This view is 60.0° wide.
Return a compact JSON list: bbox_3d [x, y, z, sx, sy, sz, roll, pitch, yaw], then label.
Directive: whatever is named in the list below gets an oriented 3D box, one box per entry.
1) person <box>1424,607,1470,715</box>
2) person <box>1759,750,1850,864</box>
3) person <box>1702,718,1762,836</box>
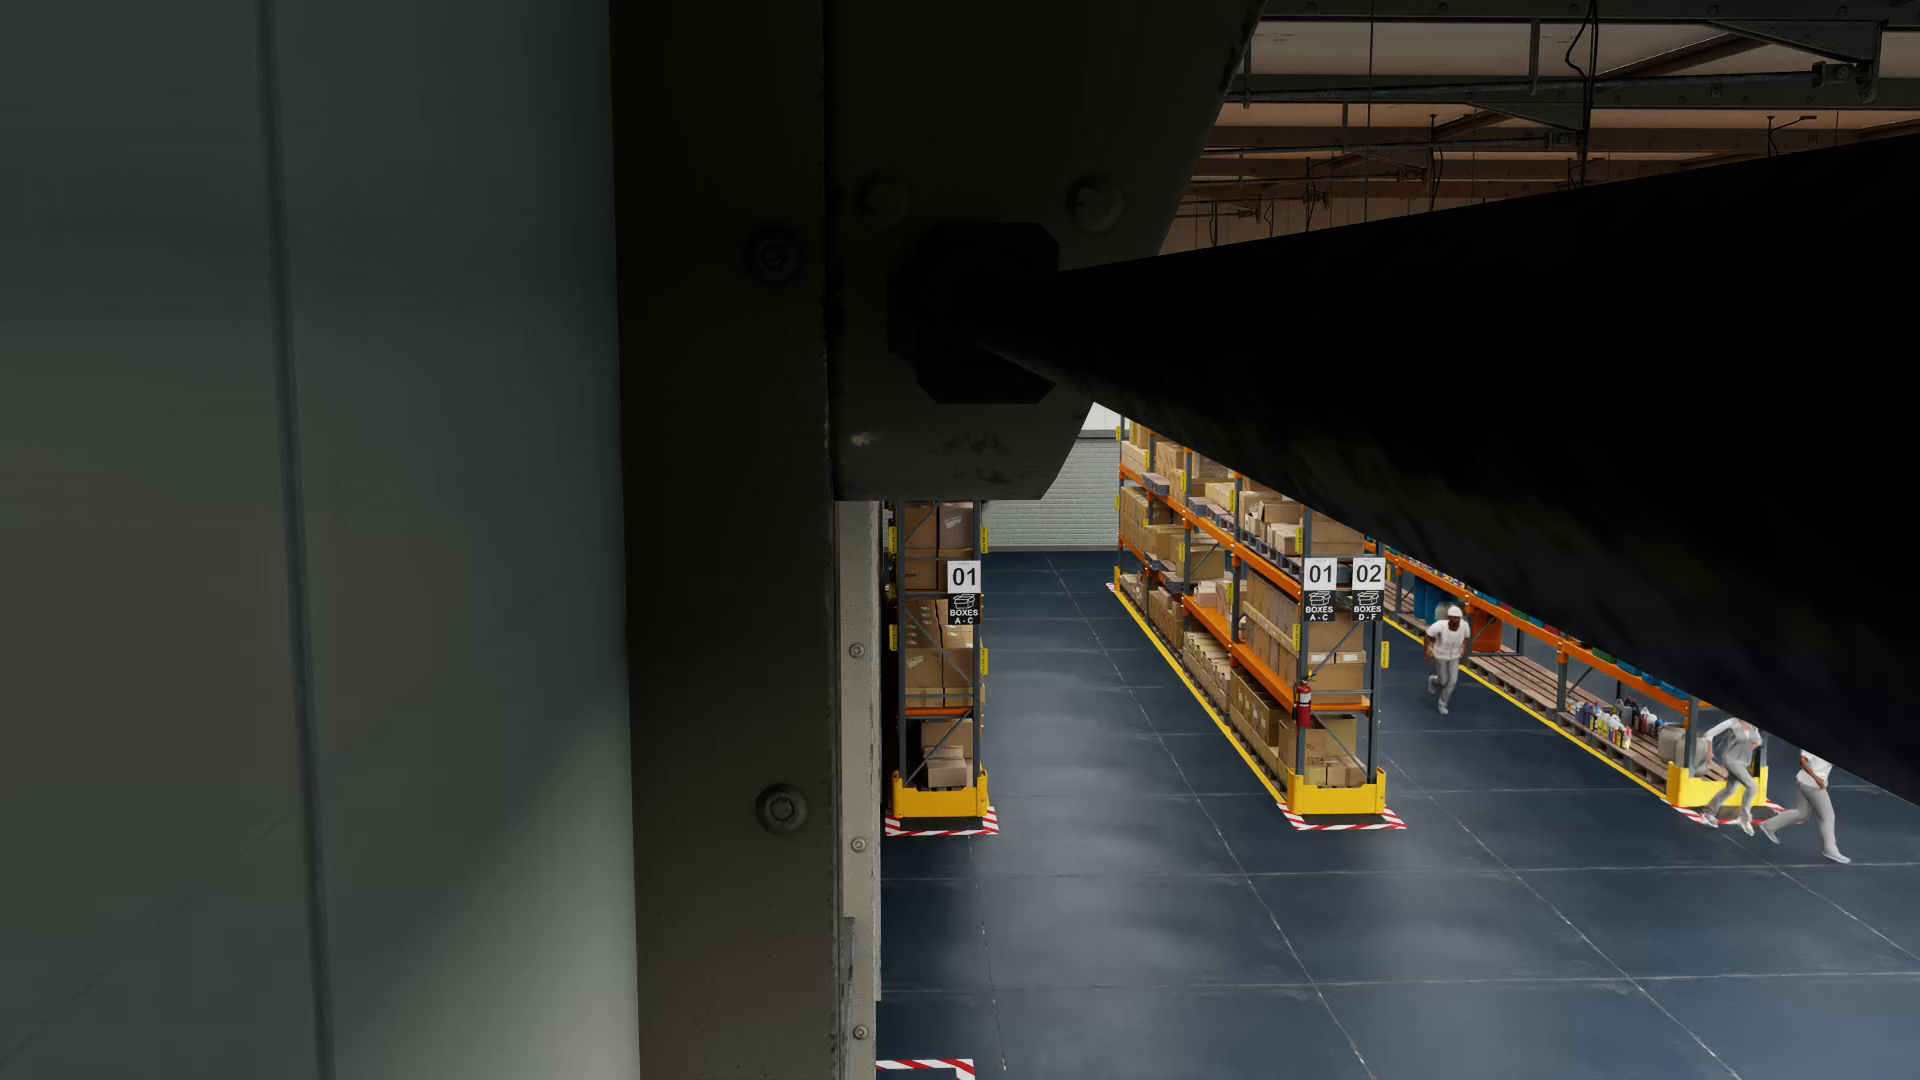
[{"bbox_3d":[7.517,1.826,25.724,0.697,1.693,0.841,-2,8,-12],"label":"person"},{"bbox_3d":[9.643,2.788,18.892,0.944,1.708,0.593,3,9,21],"label":"person"},{"bbox_3d":[9.279,2.697,19.911,0.576,1.596,0.618,-5,10,-32],"label":"person"}]
